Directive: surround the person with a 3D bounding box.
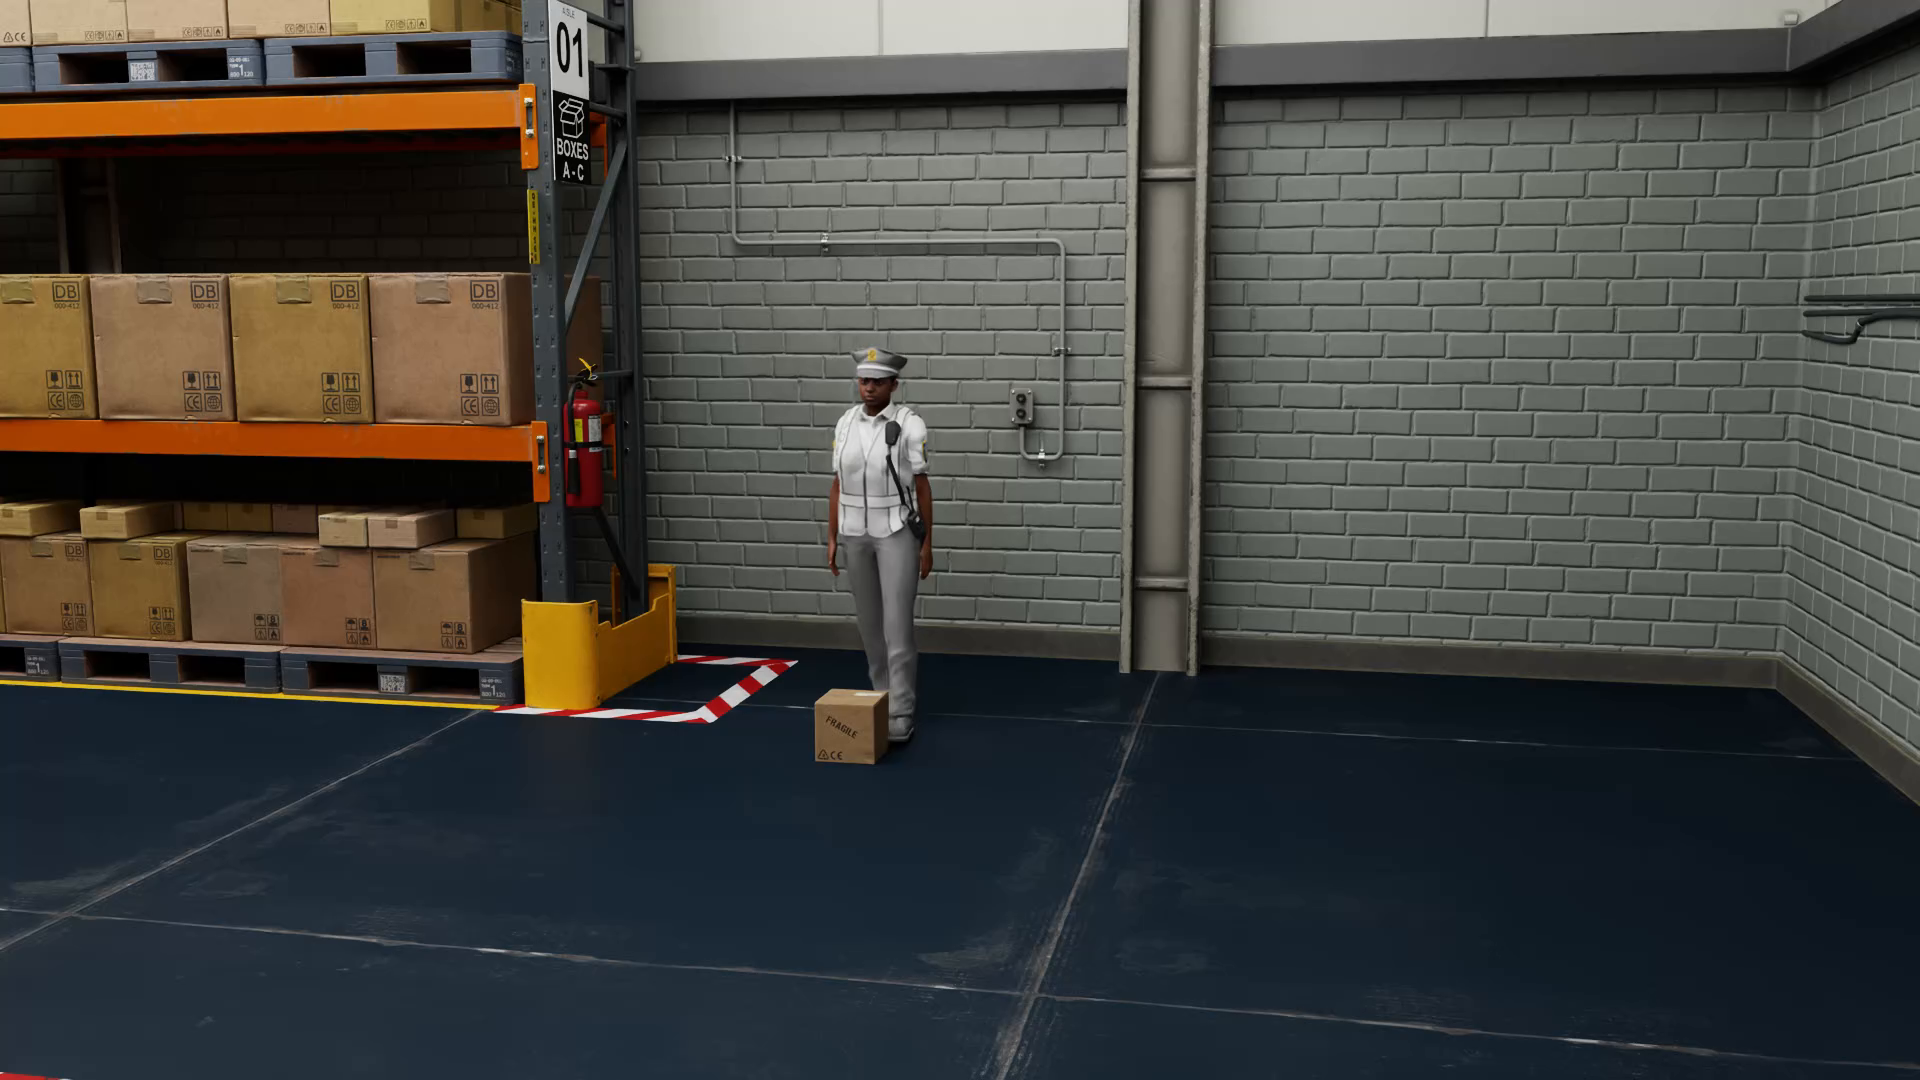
[{"bbox_3d":[-6.328,0.438,3.556,8.226,1.826,12.302,4,9,25],"label":"person"}]
